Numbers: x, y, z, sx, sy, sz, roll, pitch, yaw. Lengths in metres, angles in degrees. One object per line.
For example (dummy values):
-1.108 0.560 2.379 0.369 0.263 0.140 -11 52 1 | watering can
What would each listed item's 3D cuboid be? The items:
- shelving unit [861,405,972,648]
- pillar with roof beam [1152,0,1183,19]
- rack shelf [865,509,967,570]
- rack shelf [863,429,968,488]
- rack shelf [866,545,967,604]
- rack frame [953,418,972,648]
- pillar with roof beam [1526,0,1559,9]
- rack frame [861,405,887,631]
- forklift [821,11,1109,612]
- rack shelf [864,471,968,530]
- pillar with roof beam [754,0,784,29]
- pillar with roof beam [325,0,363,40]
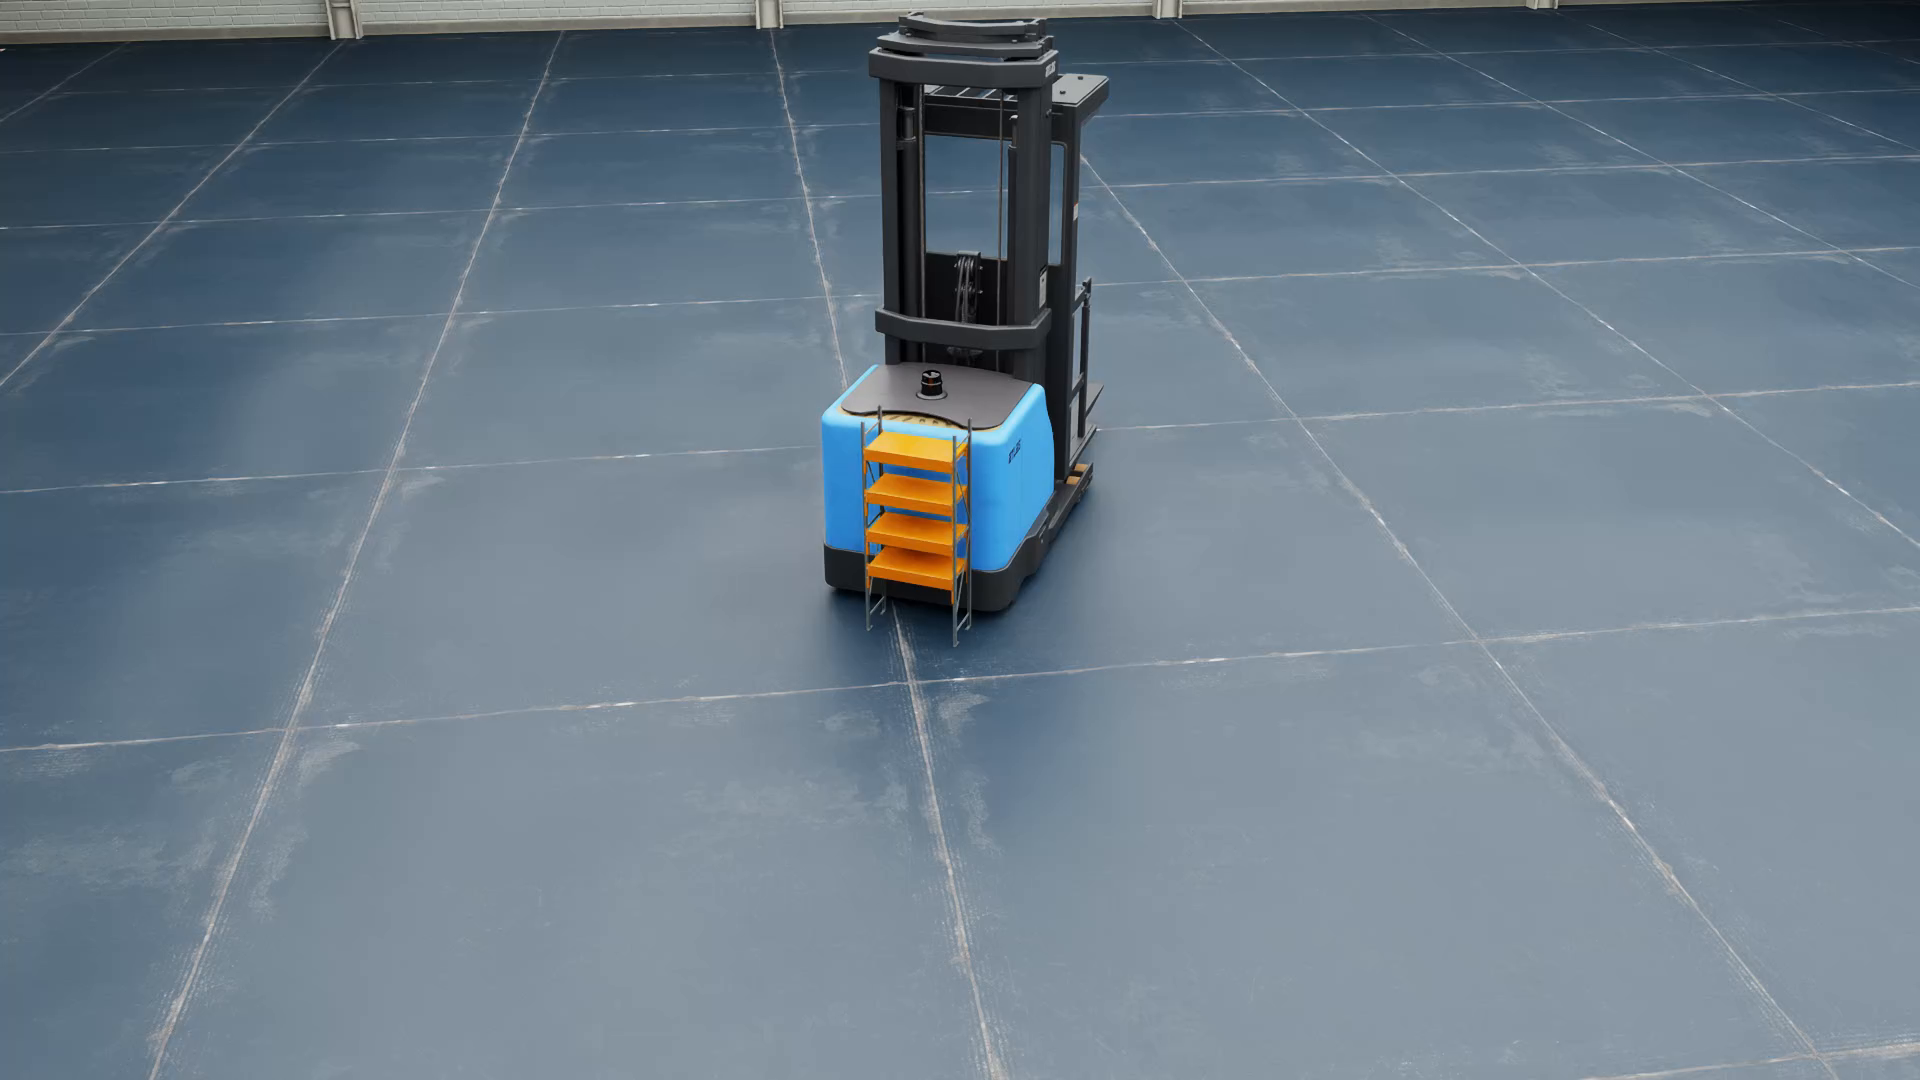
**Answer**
-0.218 -0.065 8.562 0.503 1.200 0.258 10 29 18 | shelving unit
3.738 -10.001 19.384 0.400 9.000 9.100 -4 27 -7 | pillar with roof beam
-0.218 -0.005 8.593 0.480 0.148 0.258 10 29 18 | rack shelf
-0.218 -0.414 8.382 0.480 0.148 0.258 10 29 18 | rack shelf
-0.218 0.172 8.683 0.480 0.148 0.258 10 29 18 | rack shelf
0.011 -0.026 8.487 0.015 1.200 0.240 10 29 18 | rack frame
9.679 -10.383 20.128 0.400 9.000 9.100 -4 27 -7 | pillar with roof beam
-0.447 -0.103 8.637 0.015 1.200 0.240 10 29 18 | rack frame
0.194 -1.577 9.613 1.130 2.935 3.031 8 28 16 | forklift
-0.218 -0.204 8.490 0.480 0.148 0.258 10 29 18 | rack shelf
-2.204 -9.619 18.640 0.400 9.000 9.100 -4 27 -7 | pillar with roof beam
-8.145 -9.238 17.896 0.400 9.000 9.100 -4 27 -7 | pillar with roof beam
